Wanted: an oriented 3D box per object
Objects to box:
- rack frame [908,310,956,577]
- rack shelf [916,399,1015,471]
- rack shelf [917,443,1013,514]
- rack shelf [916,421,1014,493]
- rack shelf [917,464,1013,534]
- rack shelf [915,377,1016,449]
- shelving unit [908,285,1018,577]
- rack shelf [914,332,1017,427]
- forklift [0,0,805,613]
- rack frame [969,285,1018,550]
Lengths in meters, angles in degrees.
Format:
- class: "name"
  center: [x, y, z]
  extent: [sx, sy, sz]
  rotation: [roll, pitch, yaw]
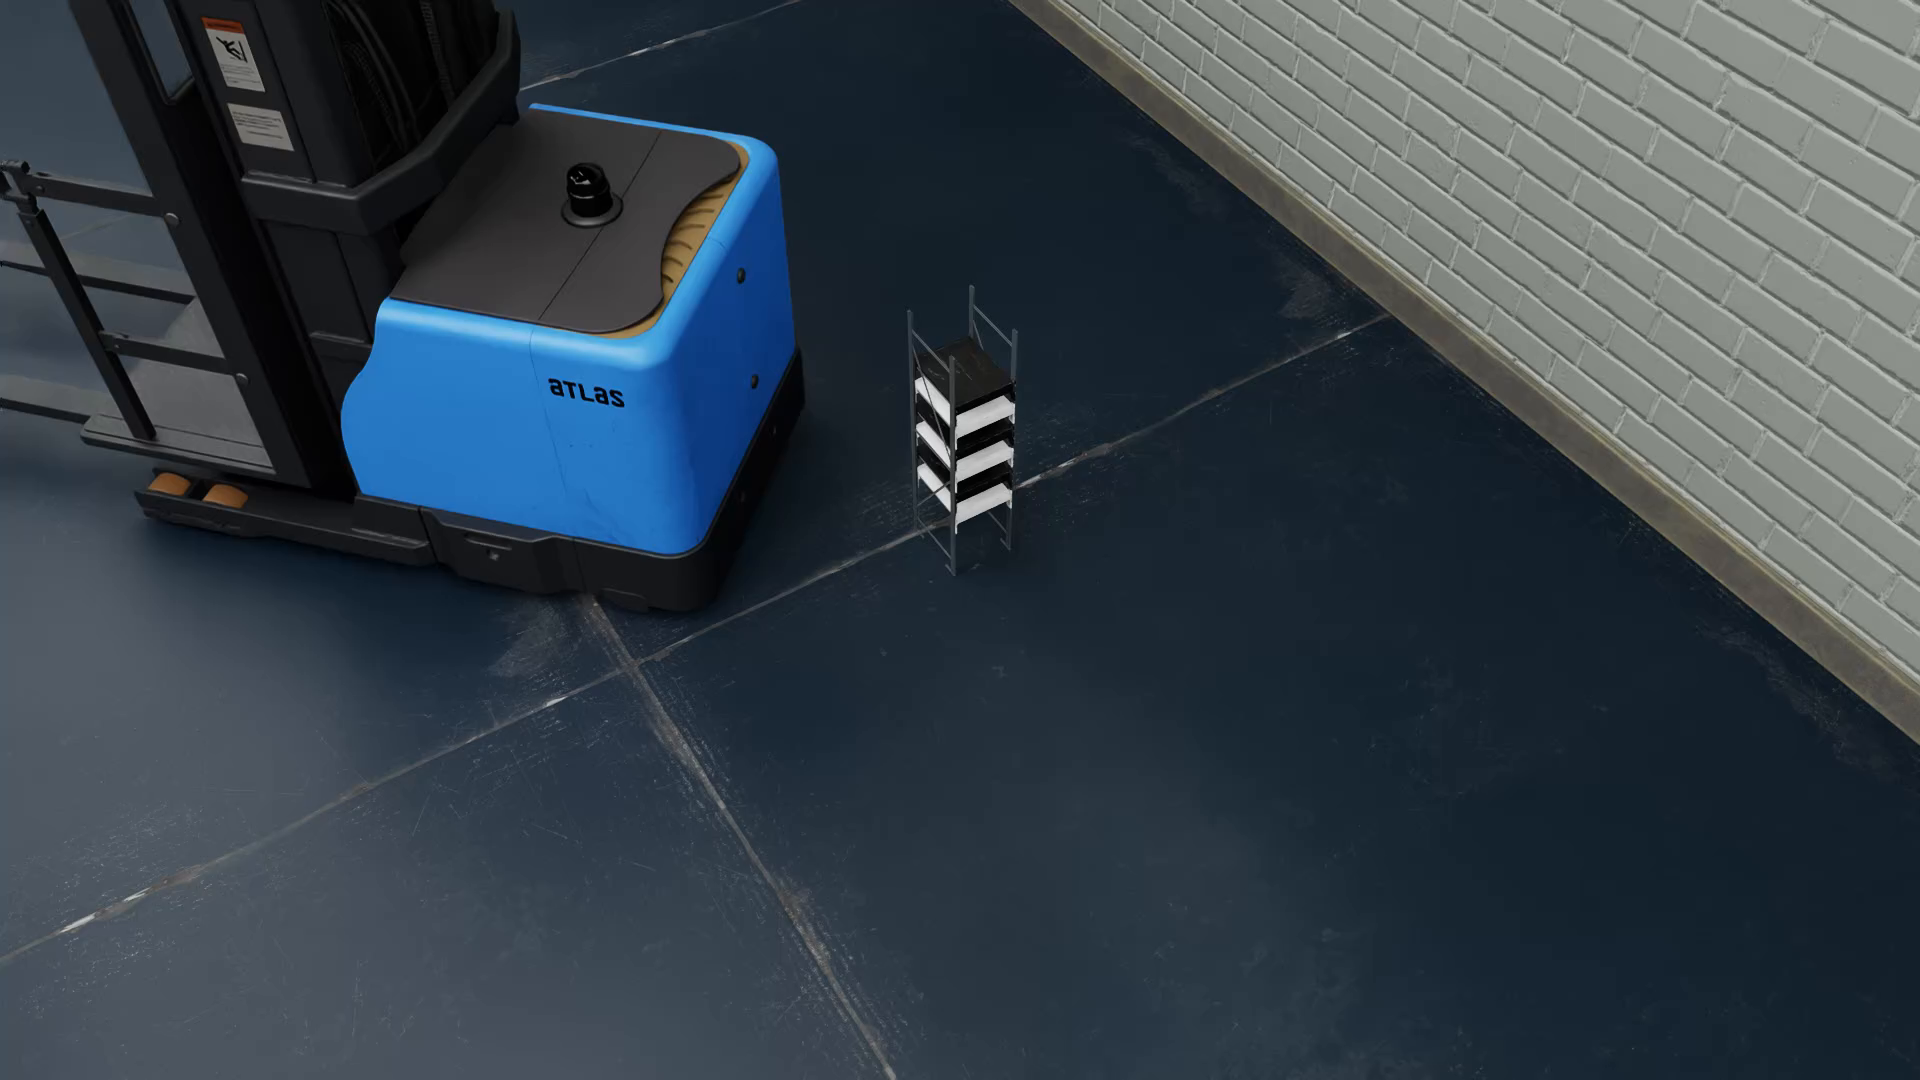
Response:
- class: "rack frame"
  center: [-0.079, -0.262, 4.881]
  extent: [0.006, 0.900, 0.240]
  rotation: [-25, 53, -21]
- class: "rack shelf"
  center: [0.007, -0.340, 4.874]
  extent: [0.200, 0.077, 0.258]
  rotation: [-25, 53, -21]
- class: "rack shelf"
  center: [0.007, -0.220, 5.009]
  extent: [0.200, 0.077, 0.258]
  rotation: [-25, 53, -21]
- class: "rack shelf"
  center: [0.007, -0.280, 4.942]
  extent: [0.200, 0.077, 0.258]
  rotation: [-25, 53, -21]
- class: "rack shelf"
  center: [0.007, -0.161, 5.076]
  extent: [0.200, 0.077, 0.258]
  rotation: [-25, 53, -21]
- class: "rack shelf"
  center: [0.007, -0.400, 4.807]
  extent: [0.200, 0.077, 0.258]
  rotation: [-25, 53, -21]
- class: "shelving unit"
  center: [0.007, -0.302, 4.917]
  extent: [0.210, 0.900, 0.258]
  rotation: [-25, 53, -21]
- class: "rack shelf"
  center: [0.007, -0.460, 4.740]
  extent: [0.200, 0.077, 0.258]
  rotation: [-25, 53, -21]
- class: "forklift"
  center: [-2.093, -1.360, 4.499]
  extent: [3.031, 2.935, 1.130]
  rotation: [11, 49, 10]
- class: "rack frame"
  center: [0.093, -0.343, 4.953]
  extent: [0.006, 0.900, 0.240]
  rotation: [-25, 53, -21]
